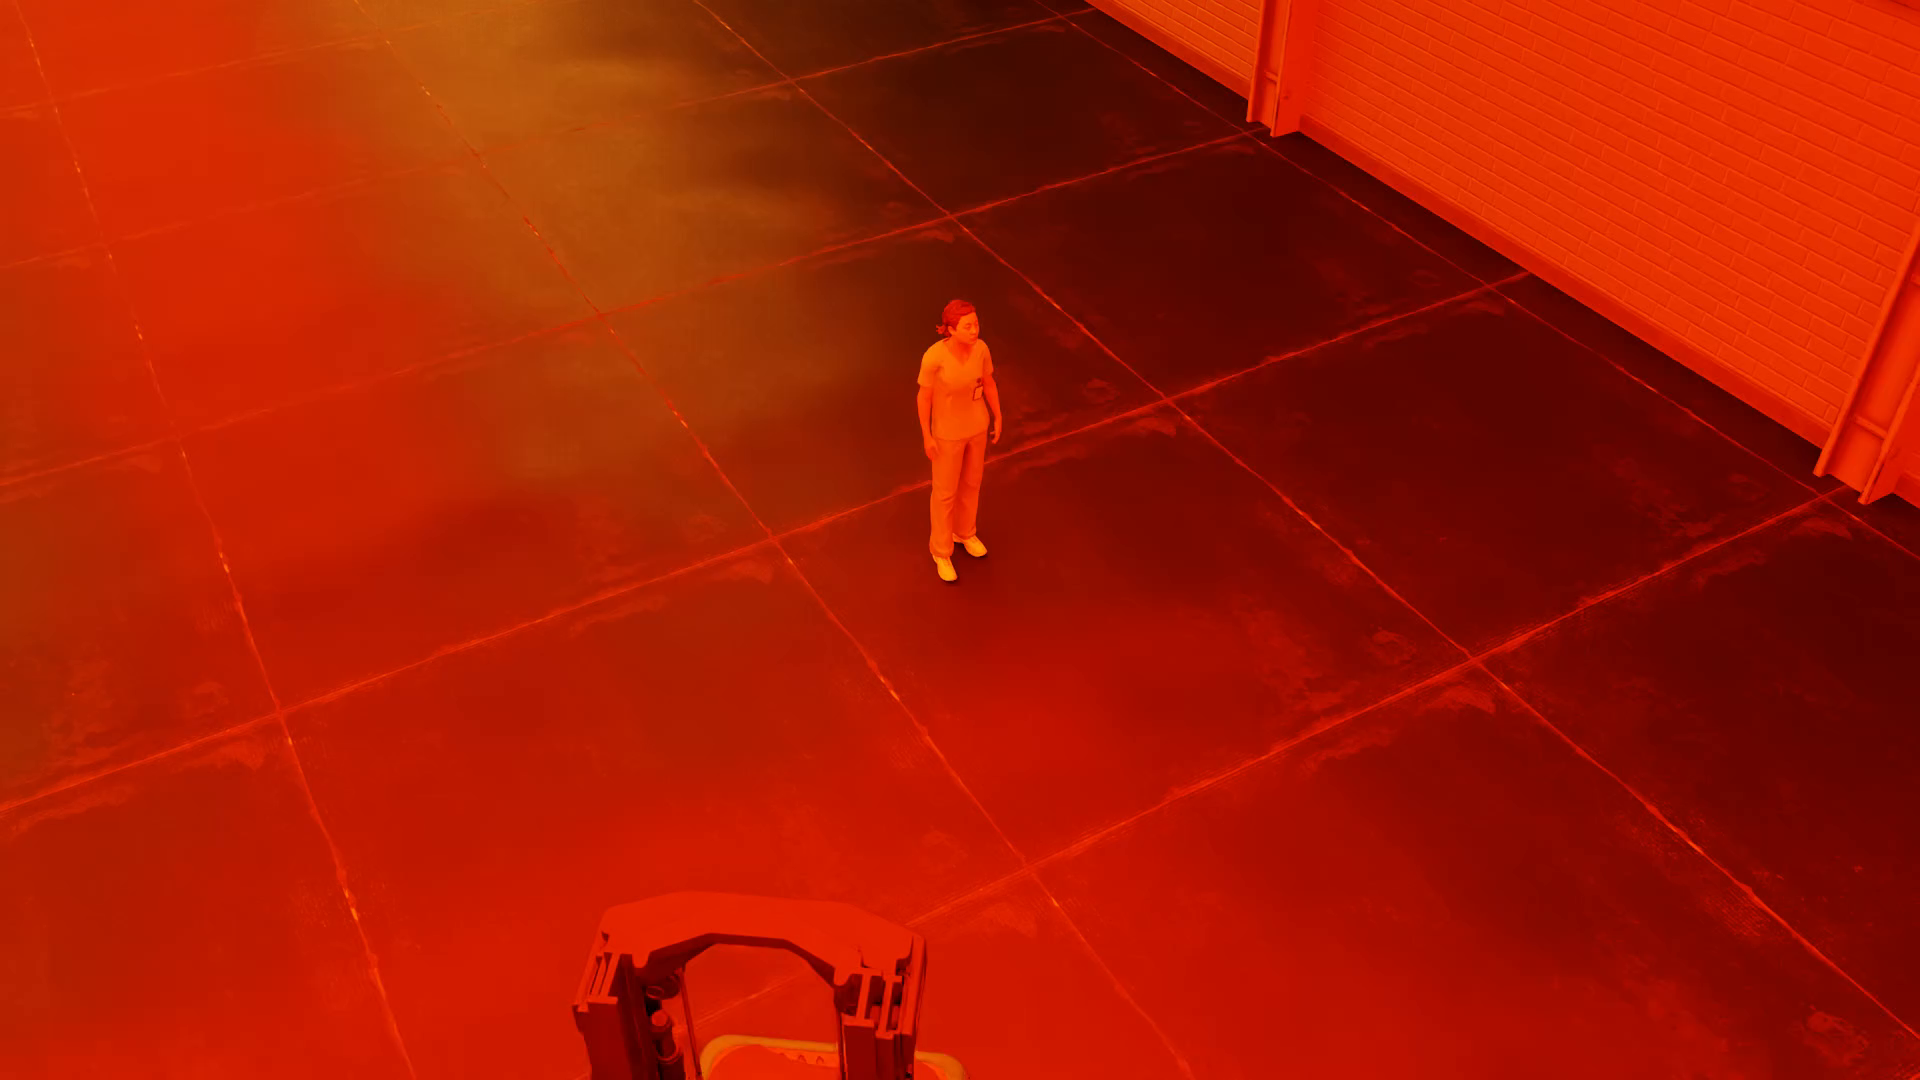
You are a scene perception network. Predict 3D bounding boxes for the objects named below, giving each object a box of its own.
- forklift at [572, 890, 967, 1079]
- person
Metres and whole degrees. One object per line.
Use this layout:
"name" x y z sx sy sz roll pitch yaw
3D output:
"forklift" -0.627 2.557 4.953 1.130 2.935 3.031 4 40 4
"person" 0.025 -0.605 9.738 0.549 1.673 0.548 -20 44 -23
